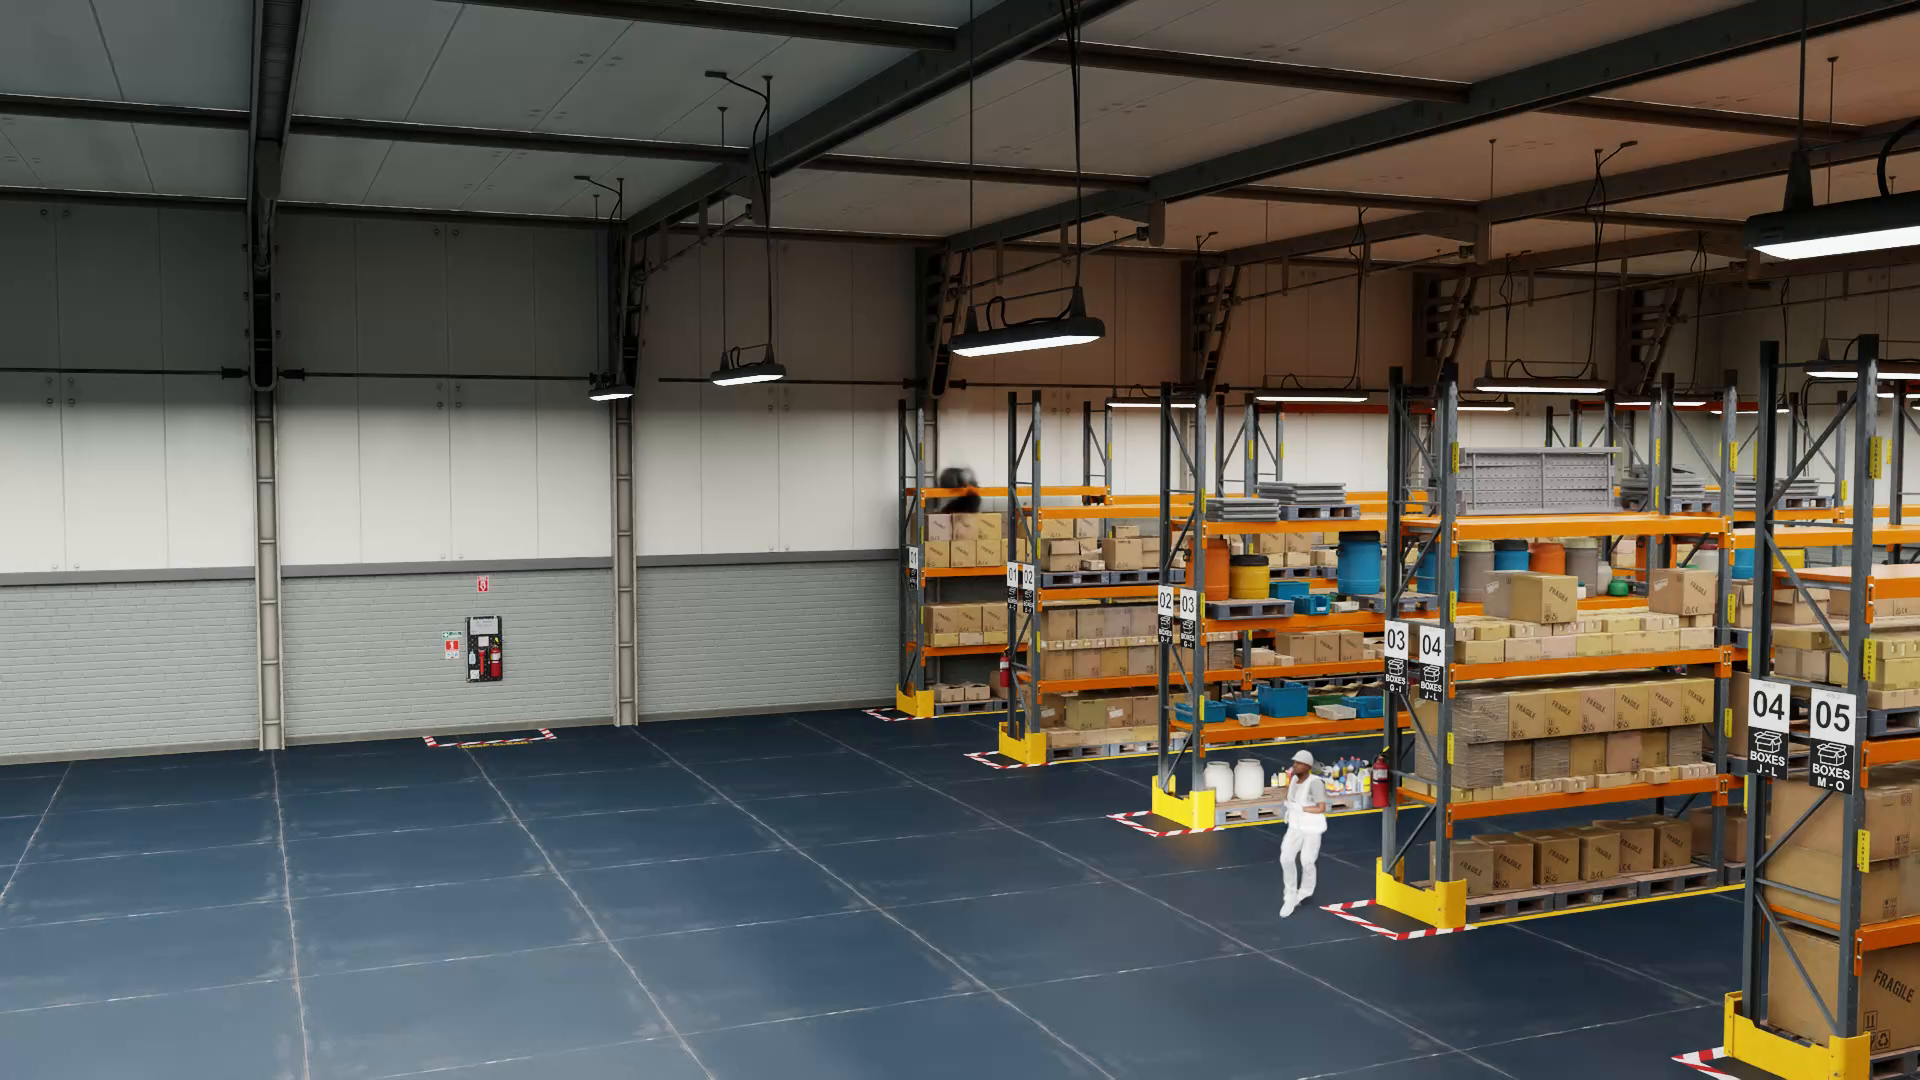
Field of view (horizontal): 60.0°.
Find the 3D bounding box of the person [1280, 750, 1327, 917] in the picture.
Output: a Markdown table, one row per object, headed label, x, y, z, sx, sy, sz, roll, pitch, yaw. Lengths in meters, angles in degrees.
| label | x | y | z | sx | sy | sz | roll | pitch | yaw |
| --- | --- | --- | --- | --- | --- | --- | --- | --- | --- |
| person | 3.765 | 3.209 | 18.334 | 0.733 | 1.798 | 0.728 | -3 | 5 | -44 |
